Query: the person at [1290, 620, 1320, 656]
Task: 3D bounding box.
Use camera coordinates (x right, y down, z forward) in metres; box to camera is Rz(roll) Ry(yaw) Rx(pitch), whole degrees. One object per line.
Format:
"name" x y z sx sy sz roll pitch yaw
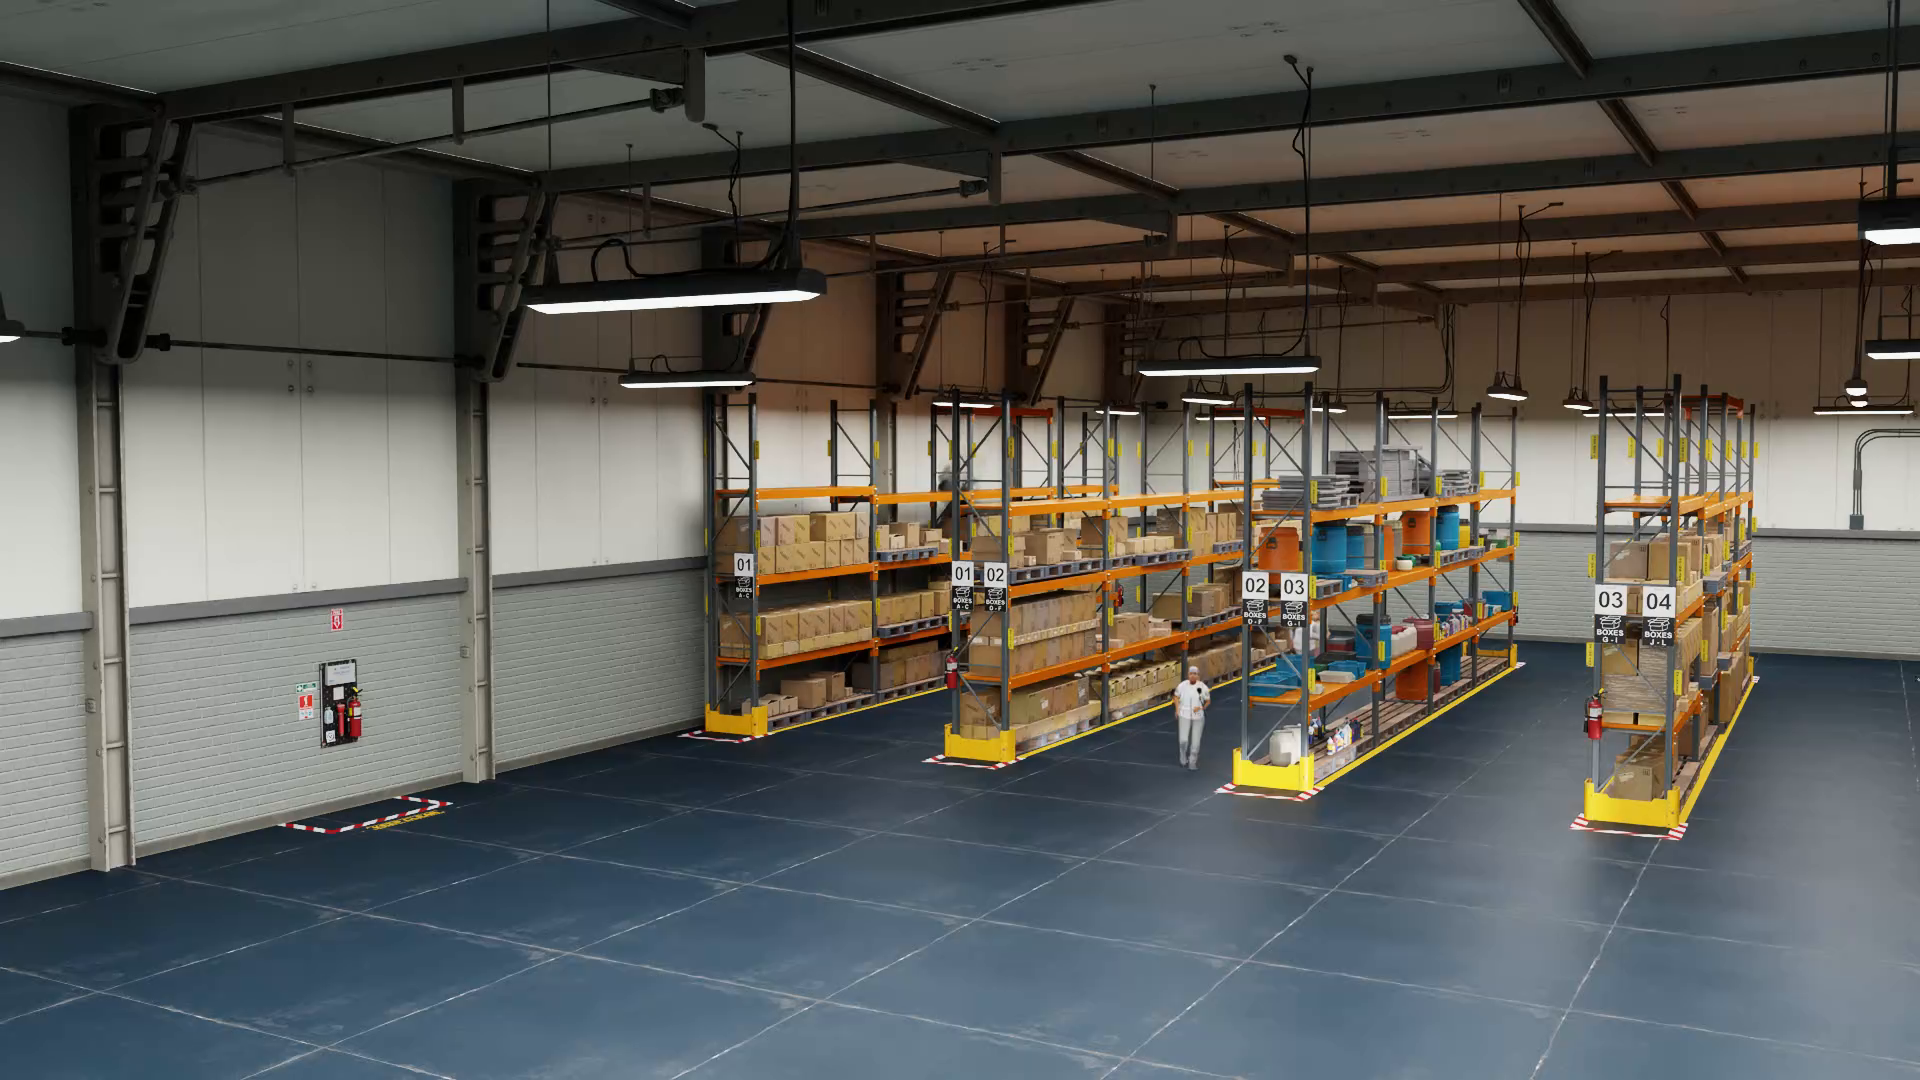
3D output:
"person" 7.071 2.264 34.117 0.633 1.822 0.825 1 3 15

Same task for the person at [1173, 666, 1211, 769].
"person" 3.617 2.782 25.998 0.590 1.621 0.554 1 3 10

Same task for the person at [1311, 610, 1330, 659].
"person" 7.483 2.288 35.123 0.590 1.630 0.519 1 3 19

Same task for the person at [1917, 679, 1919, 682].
"person" 20.823 2.260 35.237 0.851 1.674 0.727 1 3 20
